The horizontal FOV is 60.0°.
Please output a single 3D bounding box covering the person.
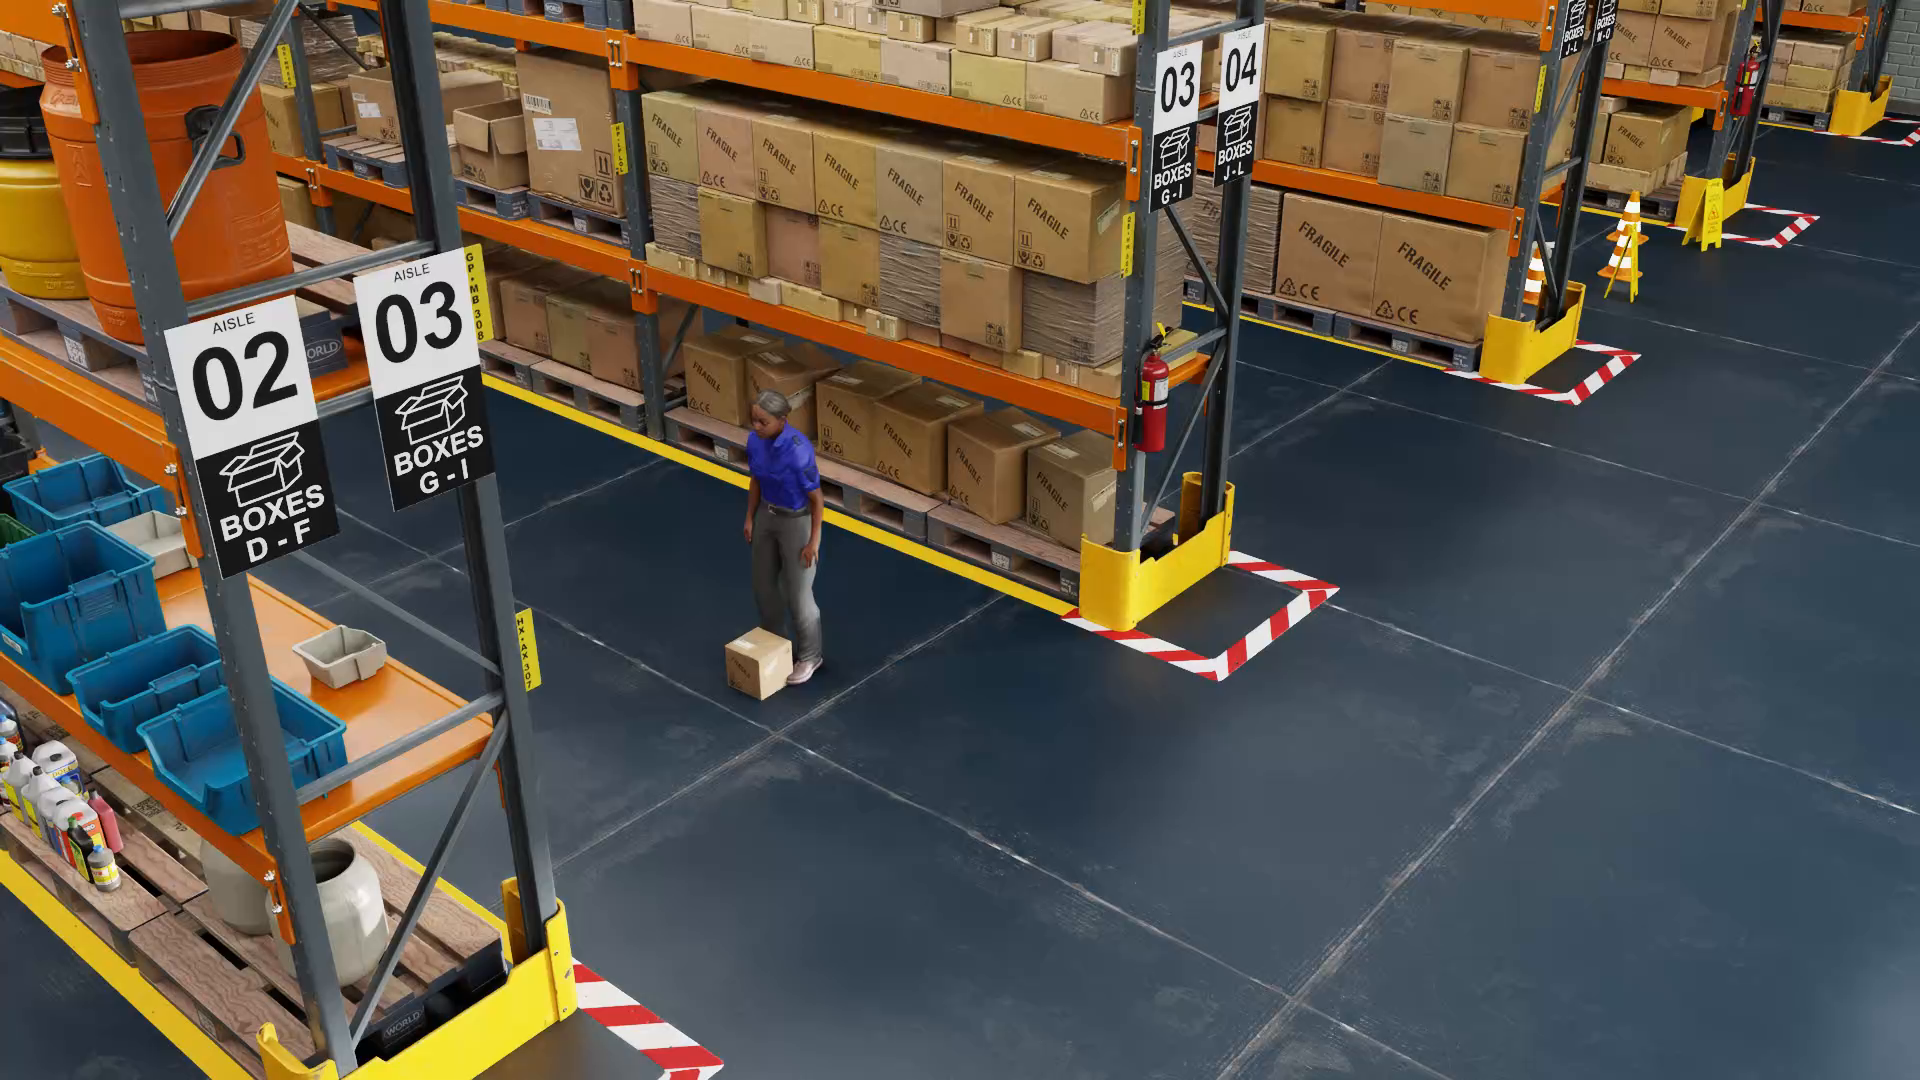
[{"bbox_3d":[-0.932,-0.047,8.716,0.518,1.654,0.353,20,34,34],"label":"person"}]
